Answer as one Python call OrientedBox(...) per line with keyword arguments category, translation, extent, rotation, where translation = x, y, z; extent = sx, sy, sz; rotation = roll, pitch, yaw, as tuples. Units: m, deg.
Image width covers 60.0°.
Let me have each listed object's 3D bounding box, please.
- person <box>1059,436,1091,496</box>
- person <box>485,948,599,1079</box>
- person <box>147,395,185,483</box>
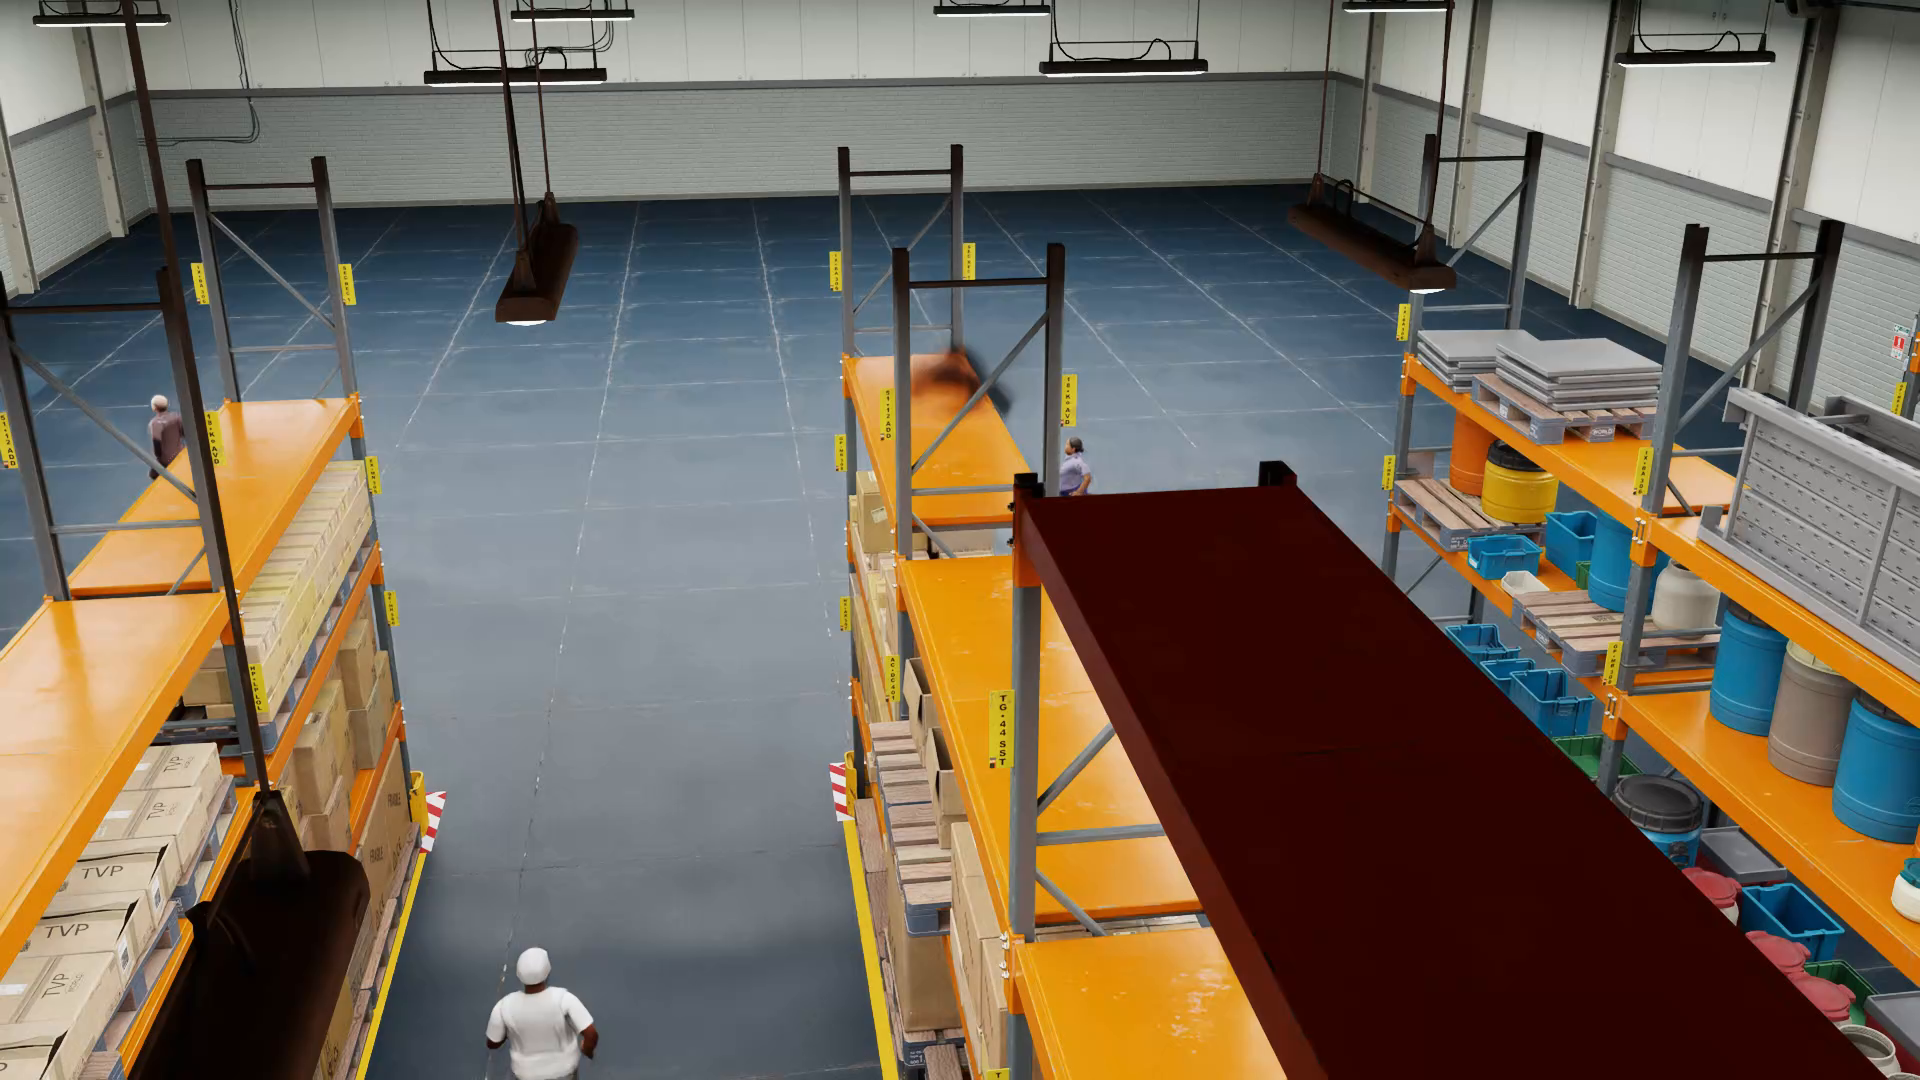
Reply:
OrientedBox(category="person", translation=(1.433, -0.427, 20.622), extent=(0.816, 1.616, 0.593), rotation=(5, 22, 13))
OrientedBox(category="person", translation=(-2.646, 3.412, 10.625), extent=(0.679, 1.828, 0.816), rotation=(-6, 22, -16))
OrientedBox(category="person", translation=(-10.330, -0.965, 21.781), extent=(0.818, 1.746, 0.698), rotation=(11, 24, 27))
